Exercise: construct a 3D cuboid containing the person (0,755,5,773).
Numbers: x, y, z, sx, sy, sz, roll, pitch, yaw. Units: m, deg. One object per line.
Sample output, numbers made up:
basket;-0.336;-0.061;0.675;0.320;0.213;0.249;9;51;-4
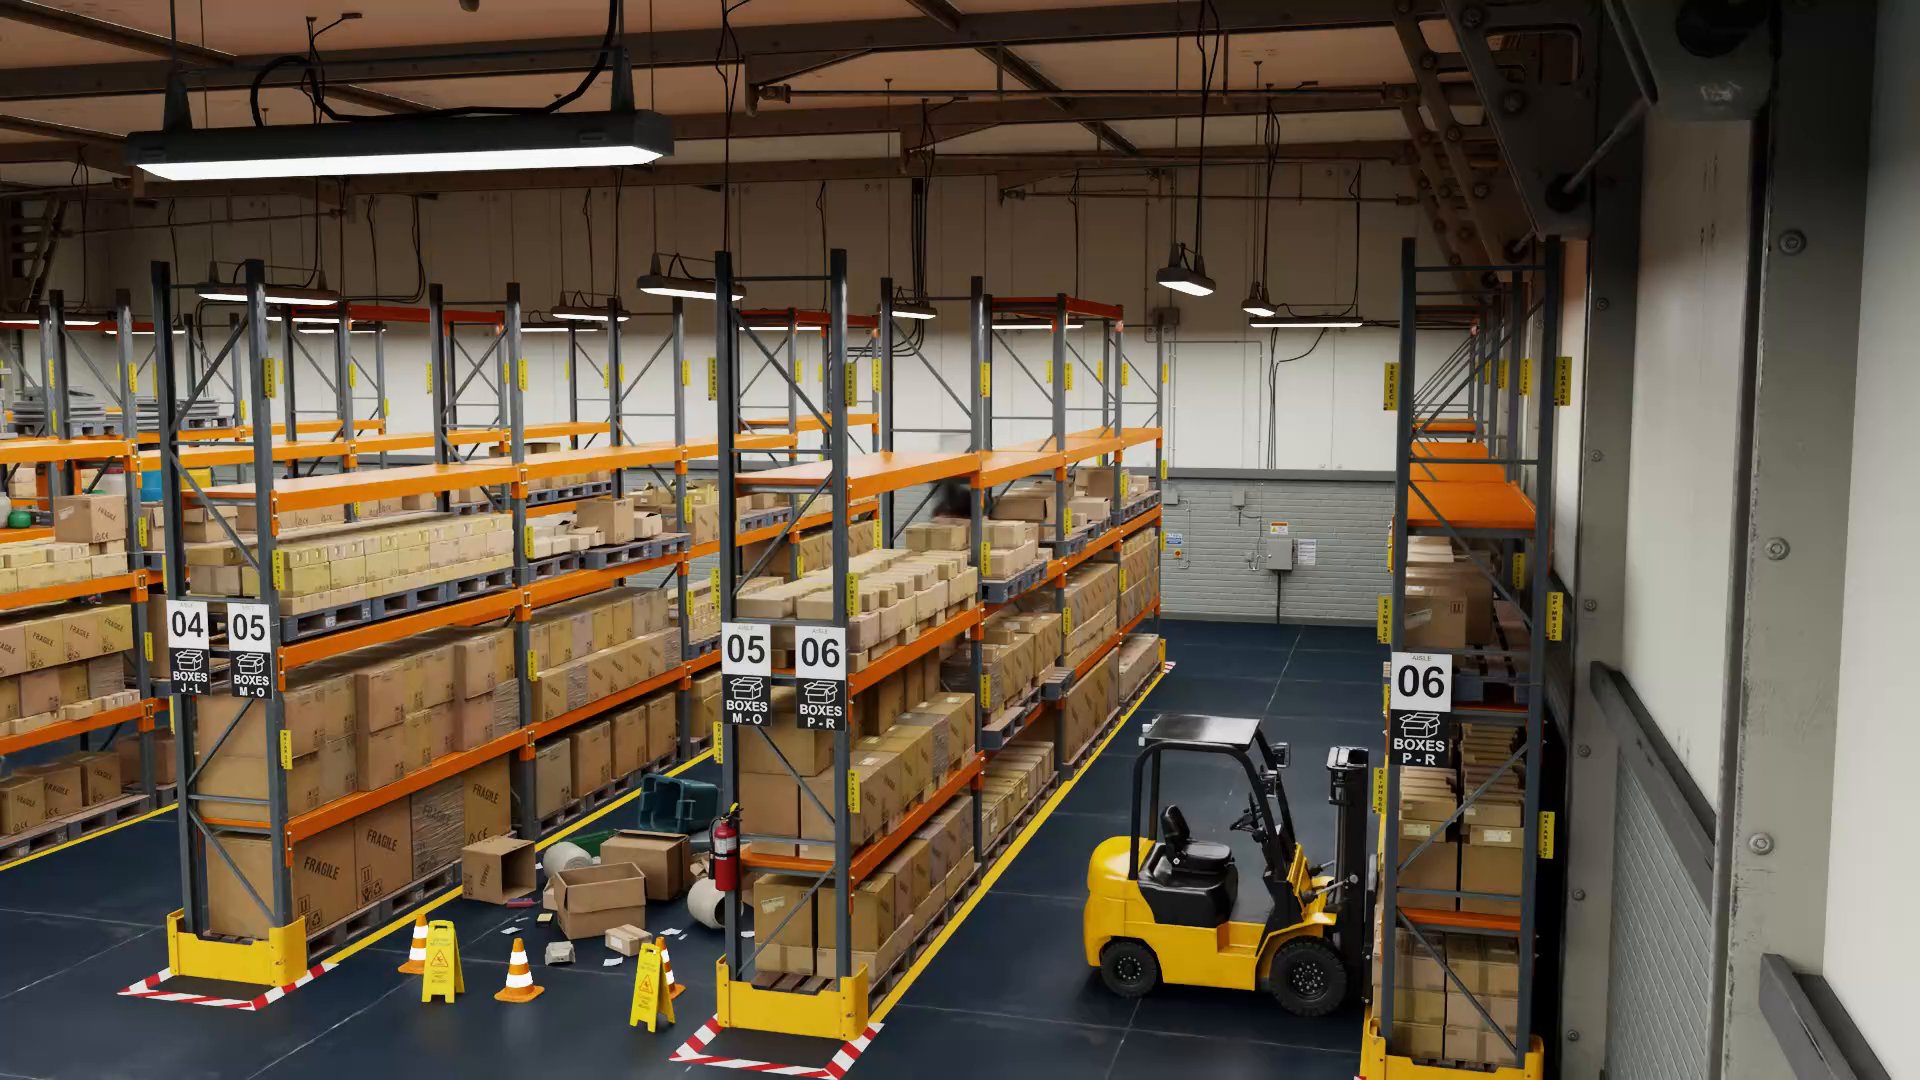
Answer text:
person;-11.856;2.200;19.870;0.681;1.776;0.879;1;6;9
